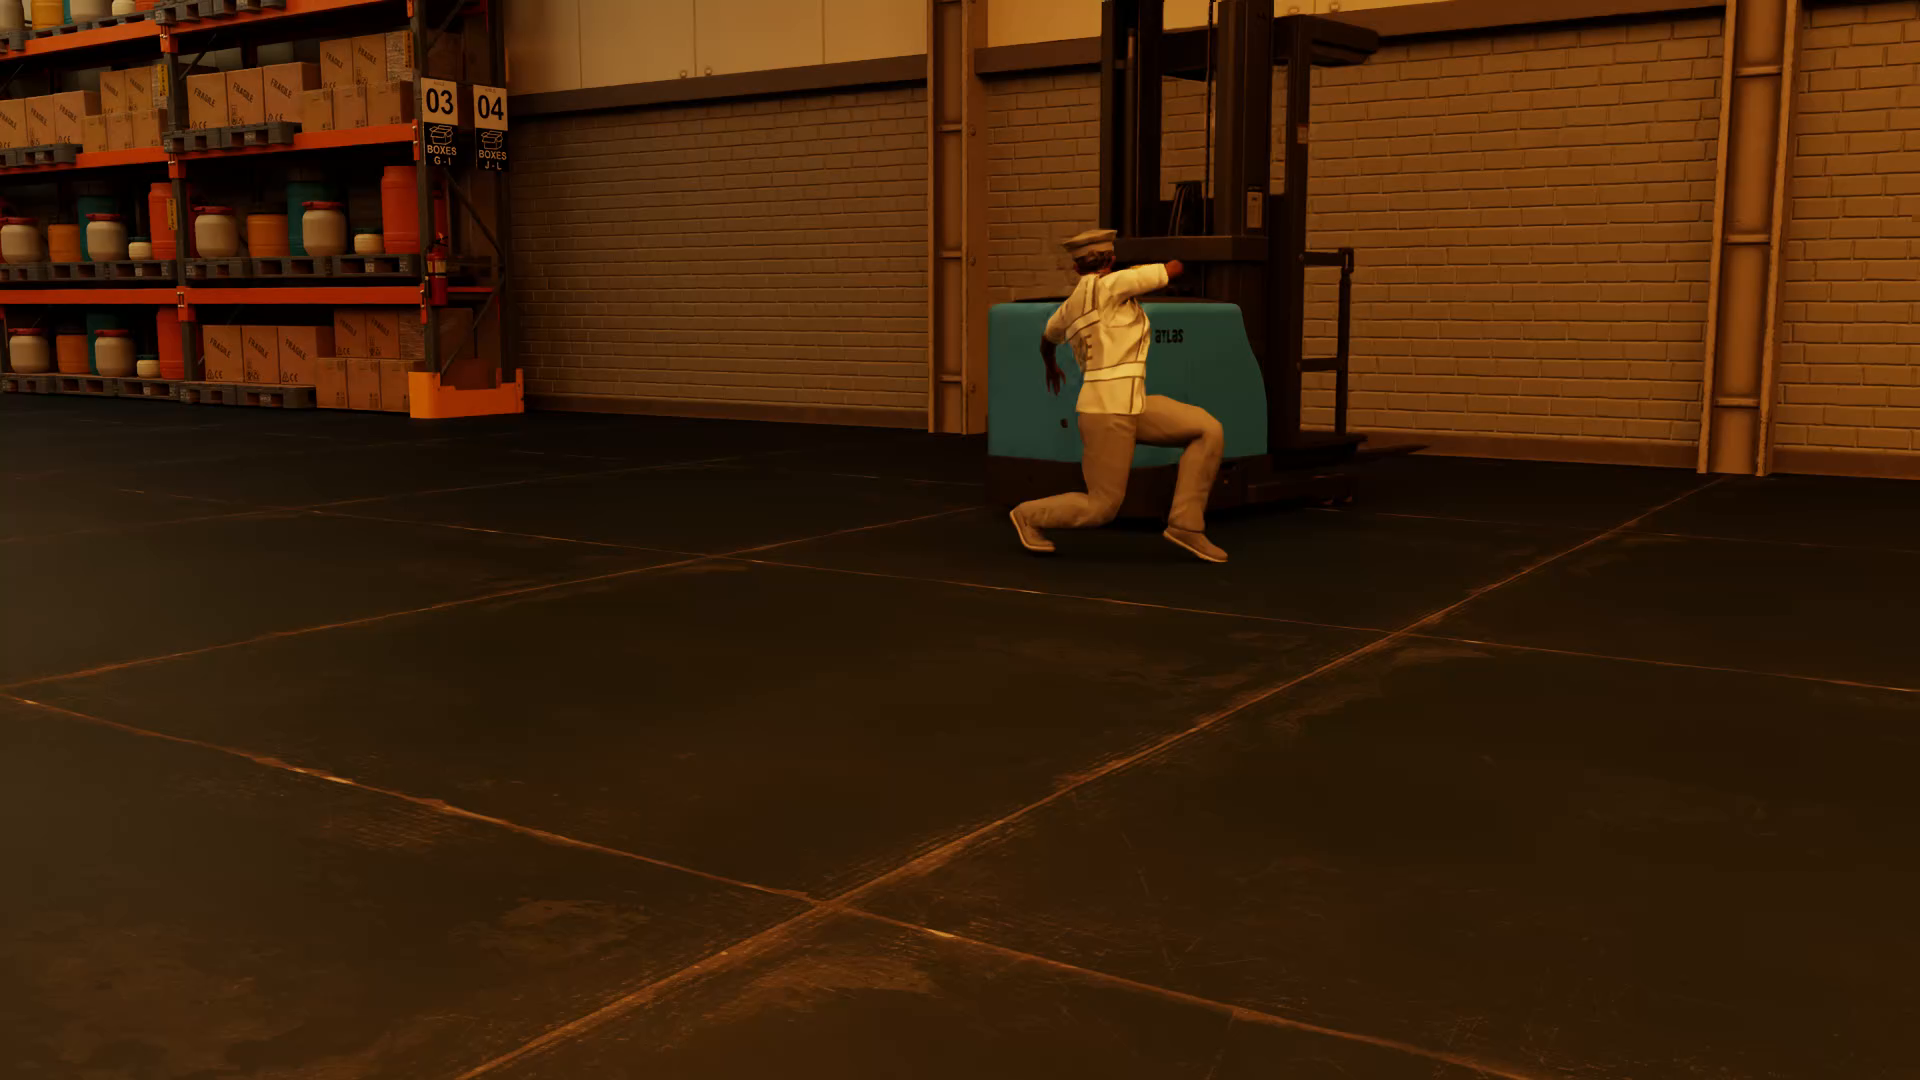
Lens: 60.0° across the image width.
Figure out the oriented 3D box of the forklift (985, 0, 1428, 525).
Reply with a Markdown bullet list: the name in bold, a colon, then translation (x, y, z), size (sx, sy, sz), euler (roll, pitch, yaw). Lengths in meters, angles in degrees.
- **forklift**: translation (1.519, -1.678, 8.990), size (1.130, 2.935, 3.031), euler (8, 11, 44)

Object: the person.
- **person**: translation (0.695, -0.626, 7.147), size (0.950, 1.383, 0.849), euler (2, 8, 11)
